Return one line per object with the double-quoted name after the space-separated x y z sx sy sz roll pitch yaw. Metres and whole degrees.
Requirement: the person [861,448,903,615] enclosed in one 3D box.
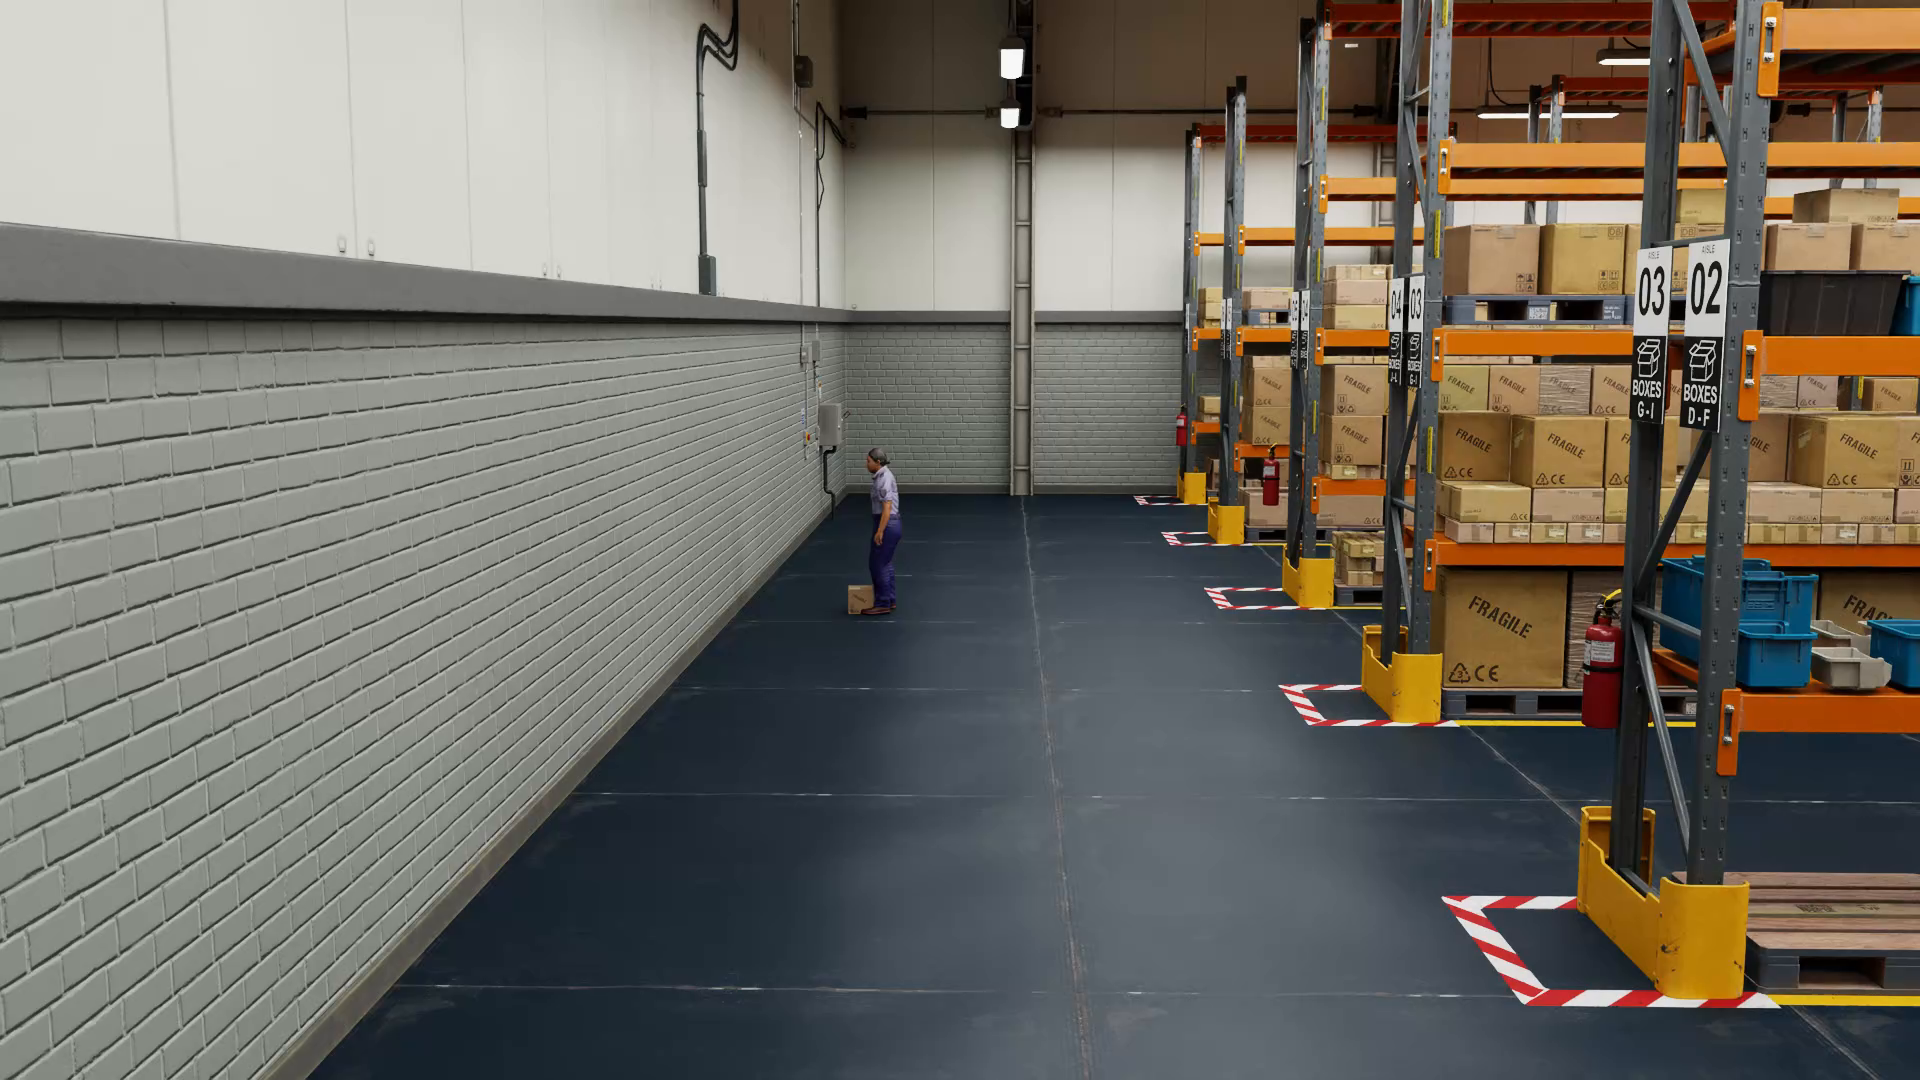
-0.782 -0.097 16.561 0.417 1.652 0.549 0 7 -1 "person"
